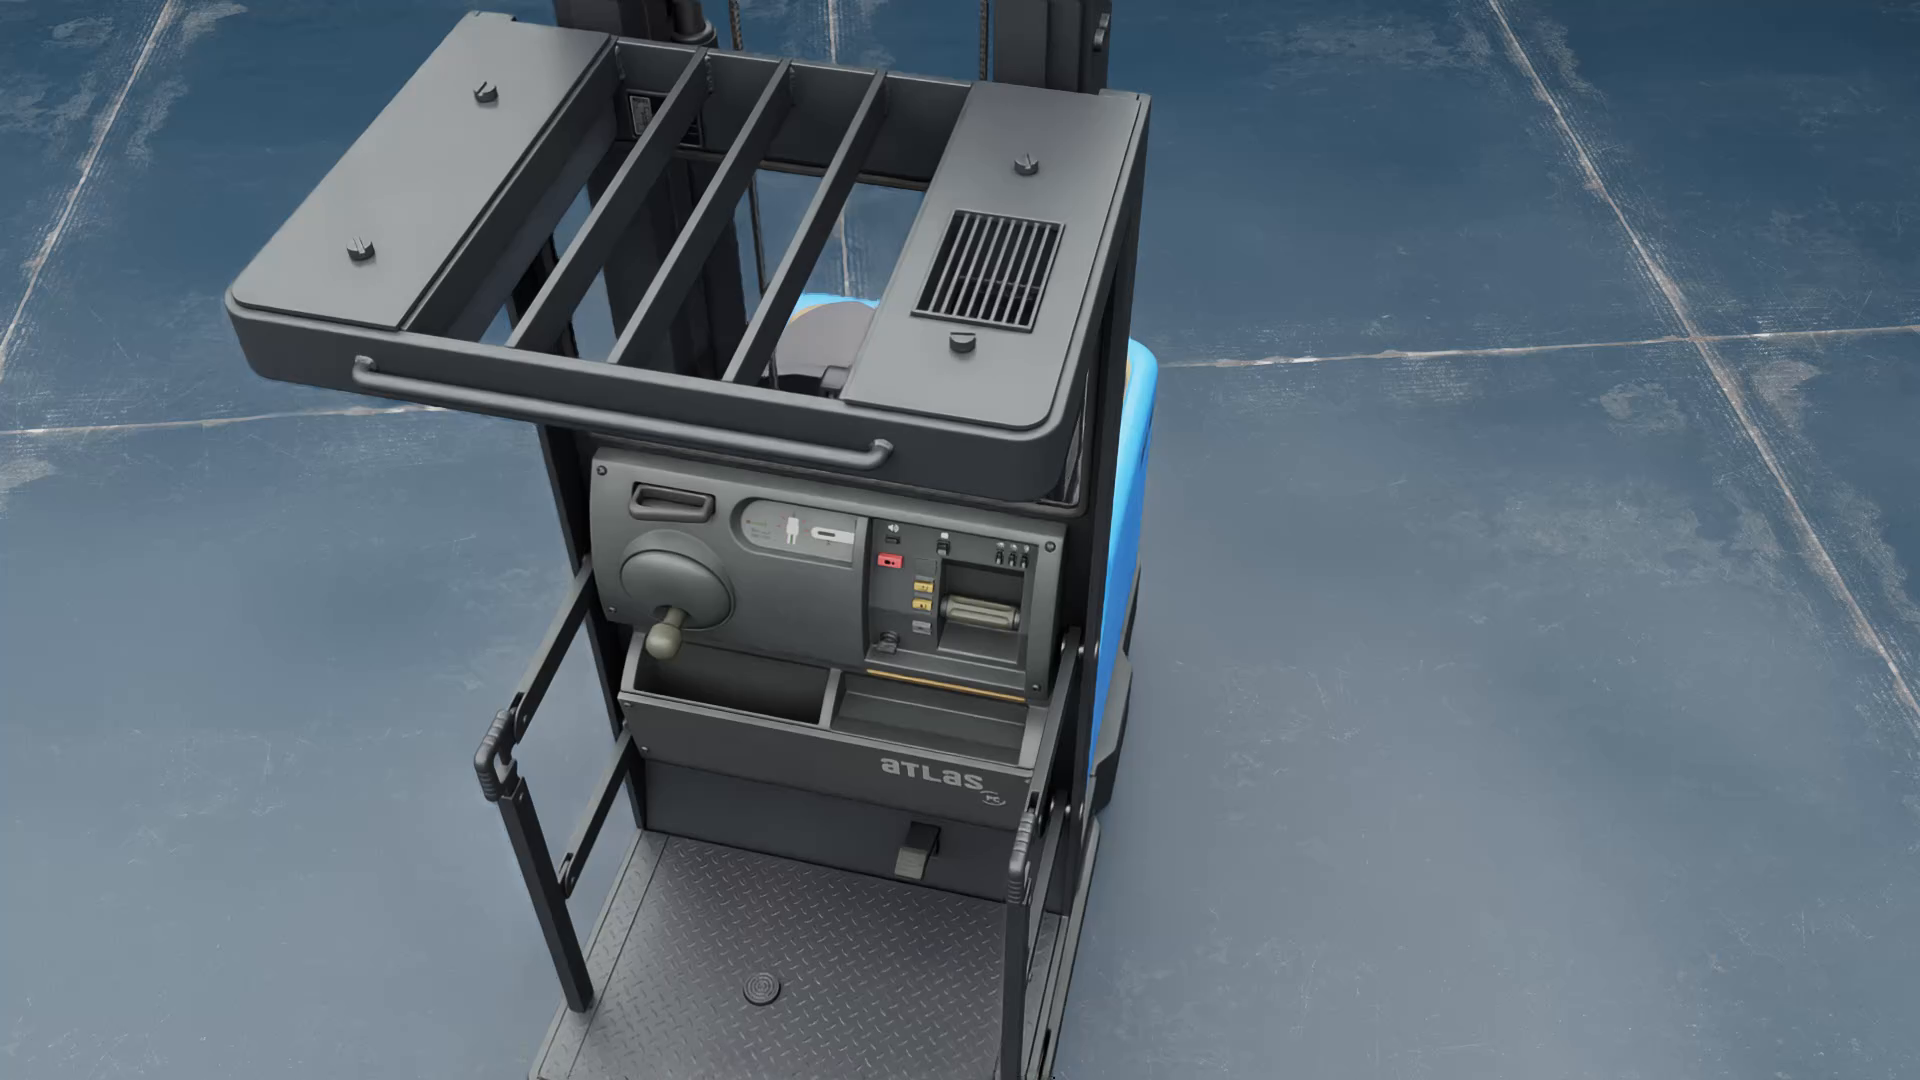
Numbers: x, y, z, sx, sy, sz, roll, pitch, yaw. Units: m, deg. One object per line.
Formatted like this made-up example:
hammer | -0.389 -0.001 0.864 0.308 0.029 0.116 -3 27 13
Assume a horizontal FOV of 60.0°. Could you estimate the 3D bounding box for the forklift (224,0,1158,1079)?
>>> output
forklift | -0.315 0.179 3.062 1.130 2.935 3.031 10 47 9
